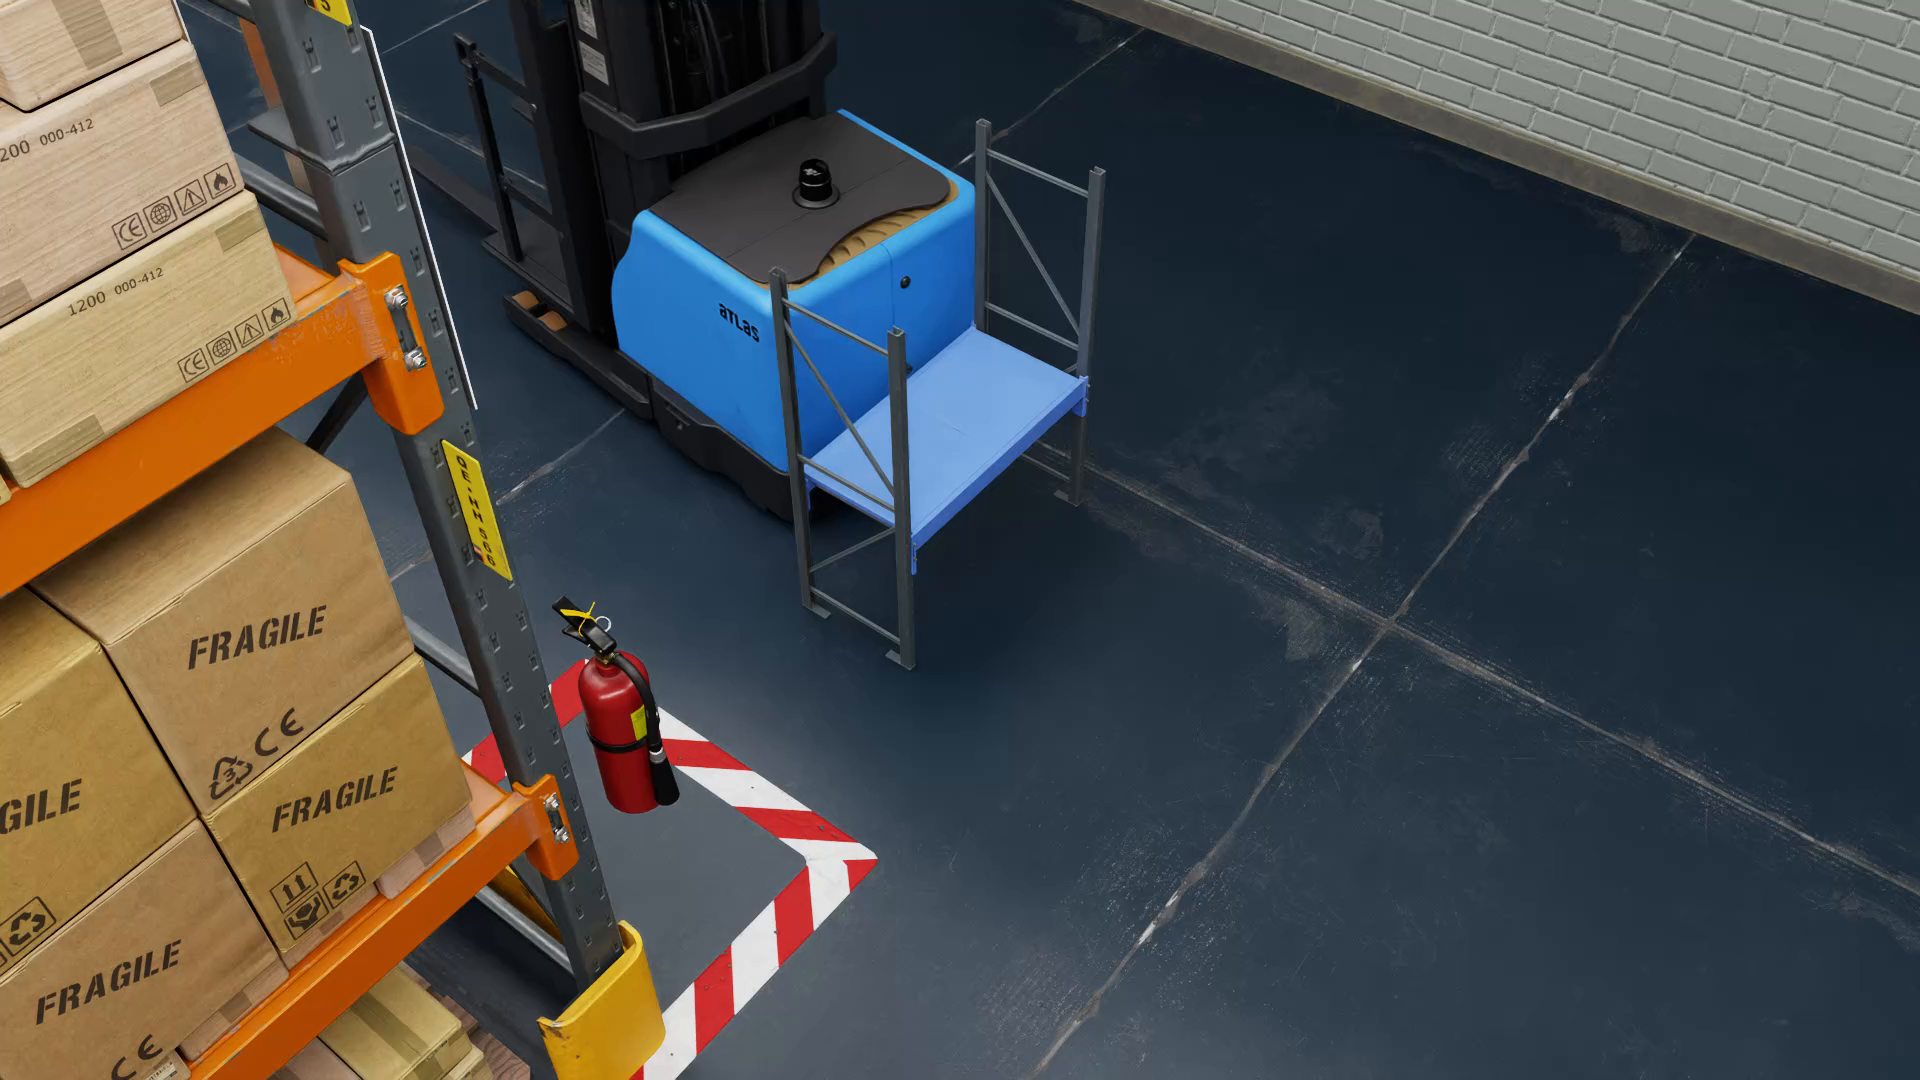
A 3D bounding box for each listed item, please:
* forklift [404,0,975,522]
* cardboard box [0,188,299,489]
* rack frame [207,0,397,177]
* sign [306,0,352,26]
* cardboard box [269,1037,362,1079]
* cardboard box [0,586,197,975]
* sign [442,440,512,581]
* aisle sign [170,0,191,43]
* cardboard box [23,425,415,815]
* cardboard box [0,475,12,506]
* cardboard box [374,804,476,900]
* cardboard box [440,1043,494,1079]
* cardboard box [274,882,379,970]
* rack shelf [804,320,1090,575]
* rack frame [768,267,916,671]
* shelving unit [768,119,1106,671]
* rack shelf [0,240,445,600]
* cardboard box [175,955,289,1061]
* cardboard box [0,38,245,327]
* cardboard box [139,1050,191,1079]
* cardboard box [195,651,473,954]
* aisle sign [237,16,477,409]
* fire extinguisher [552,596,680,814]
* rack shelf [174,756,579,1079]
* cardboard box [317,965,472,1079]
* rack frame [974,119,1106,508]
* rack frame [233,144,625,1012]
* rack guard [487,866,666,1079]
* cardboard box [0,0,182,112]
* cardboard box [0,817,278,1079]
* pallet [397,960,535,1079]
[{"bbox_3d":[-1.293,-2.042,6.173,1.130,2.935,3.031,-36,56,-29],"label":"forklift"},{"bbox_3d":[-1.425,-0.408,2.595,0.500,0.250,0.500,28,52,24],"label":"cardboard box"},{"bbox_3d":[-1.357,-1.873,1.816,1.000,3.000,0.127,29,53,25],"label":"rack frame"},{"bbox_3d":[-0.930,-0.886,2.335,0.100,0.325,0.005,29,53,25],"label":"sign"},{"bbox_3d":[-1.679,1.367,4.140,0.380,0.149,0.250,30,53,26],"label":"cardboard box"},{"bbox_3d":[-1.749,0.378,2.848,0.500,0.500,0.500,27,52,24],"label":"cardboard box"},{"bbox_3d":[-0.930,-0.053,3.207,0.100,0.325,0.005,29,53,25],"label":"sign"},{"bbox_3d":[-1.549,-0.873,3.212,0.394,0.787,0.004,29,53,25],"label":"aisle sign"},{"bbox_3d":[-1.440,0.088,3.125,0.500,0.500,0.500,28,52,24],"label":"cardboard box"},{"bbox_3d":[-1.732,-0.113,2.313,0.500,0.250,0.500,29,53,25],"label":"cardboard box"},{"bbox_3d":[-1.332,0.597,3.779,0.380,0.149,0.250,29,53,25],"label":"cardboard box"},{"bbox_3d":[-1.453,1.364,4.348,0.380,0.149,0.250,28,52,24],"label":"cardboard box"},{"bbox_3d":[-1.514,0.723,3.658,0.380,0.149,0.250,29,53,25],"label":"cardboard box"},{"bbox_3d":[-0.052,-0.345,5.791,0.538,0.185,1.000,29,53,25],"label":"rack shelf"},{"bbox_3d":[-0.363,-0.178,5.383,0.500,1.500,0.032,29,53,25],"label":"rack frame"},{"bbox_3d":[-0.052,-0.469,5.661,0.538,1.500,1.048,29,53,25],"label":"shelving unit"},{"bbox_3d":[-2.579,0.556,2.068,1.077,0.370,4.000,29,53,25],"label":"rack shelf"},{"bbox_3d":[-1.655,0.873,3.515,0.380,0.149,0.250,29,53,25],"label":"cardboard box"},{"bbox_3d":[-1.437,-0.582,2.415,0.500,0.250,0.500,28,52,24],"label":"cardboard box"},{"bbox_3d":[-1.793,1.030,3.366,0.380,0.149,0.250,31,54,26],"label":"cardboard box"},{"bbox_3d":[-1.428,0.433,3.487,0.500,0.500,0.500,30,53,26],"label":"cardboard box"},{"bbox_3d":[-1.074,-0.608,2.958,0.394,0.787,0.004,29,53,25],"label":"aisle sign"},{"bbox_3d":[-0.837,0.415,4.091,0.296,0.674,0.183,29,53,25],"label":"fire extinguisher"},{"bbox_3d":[-2.579,1.592,3.152,1.077,0.370,4.000,29,53,25],"label":"rack shelf"},{"bbox_3d":[-1.480,1.248,4.253,0.380,0.149,0.250,30,53,25],"label":"cardboard box"},{"bbox_3d":[0.259,-0.760,5.939,0.500,1.500,0.032,29,53,25],"label":"rack frame"},{"bbox_3d":[-1.357,0.199,3.985,1.000,3.000,0.127,29,53,25],"label":"rack frame"},{"bbox_3d":[-1.403,1.106,4.848,1.175,0.500,0.348,29,53,25],"label":"rack guard"},{"bbox_3d":[-1.327,-0.775,2.324,0.380,0.149,0.250,29,53,25],"label":"cardboard box"},{"bbox_3d":[-1.747,0.725,3.208,0.500,0.500,0.500,28,53,24],"label":"cardboard box"},{"bbox_3d":[-1.928,1.655,4.523,1.003,0.211,1.213,29,53,25],"label":"pallet"}]
